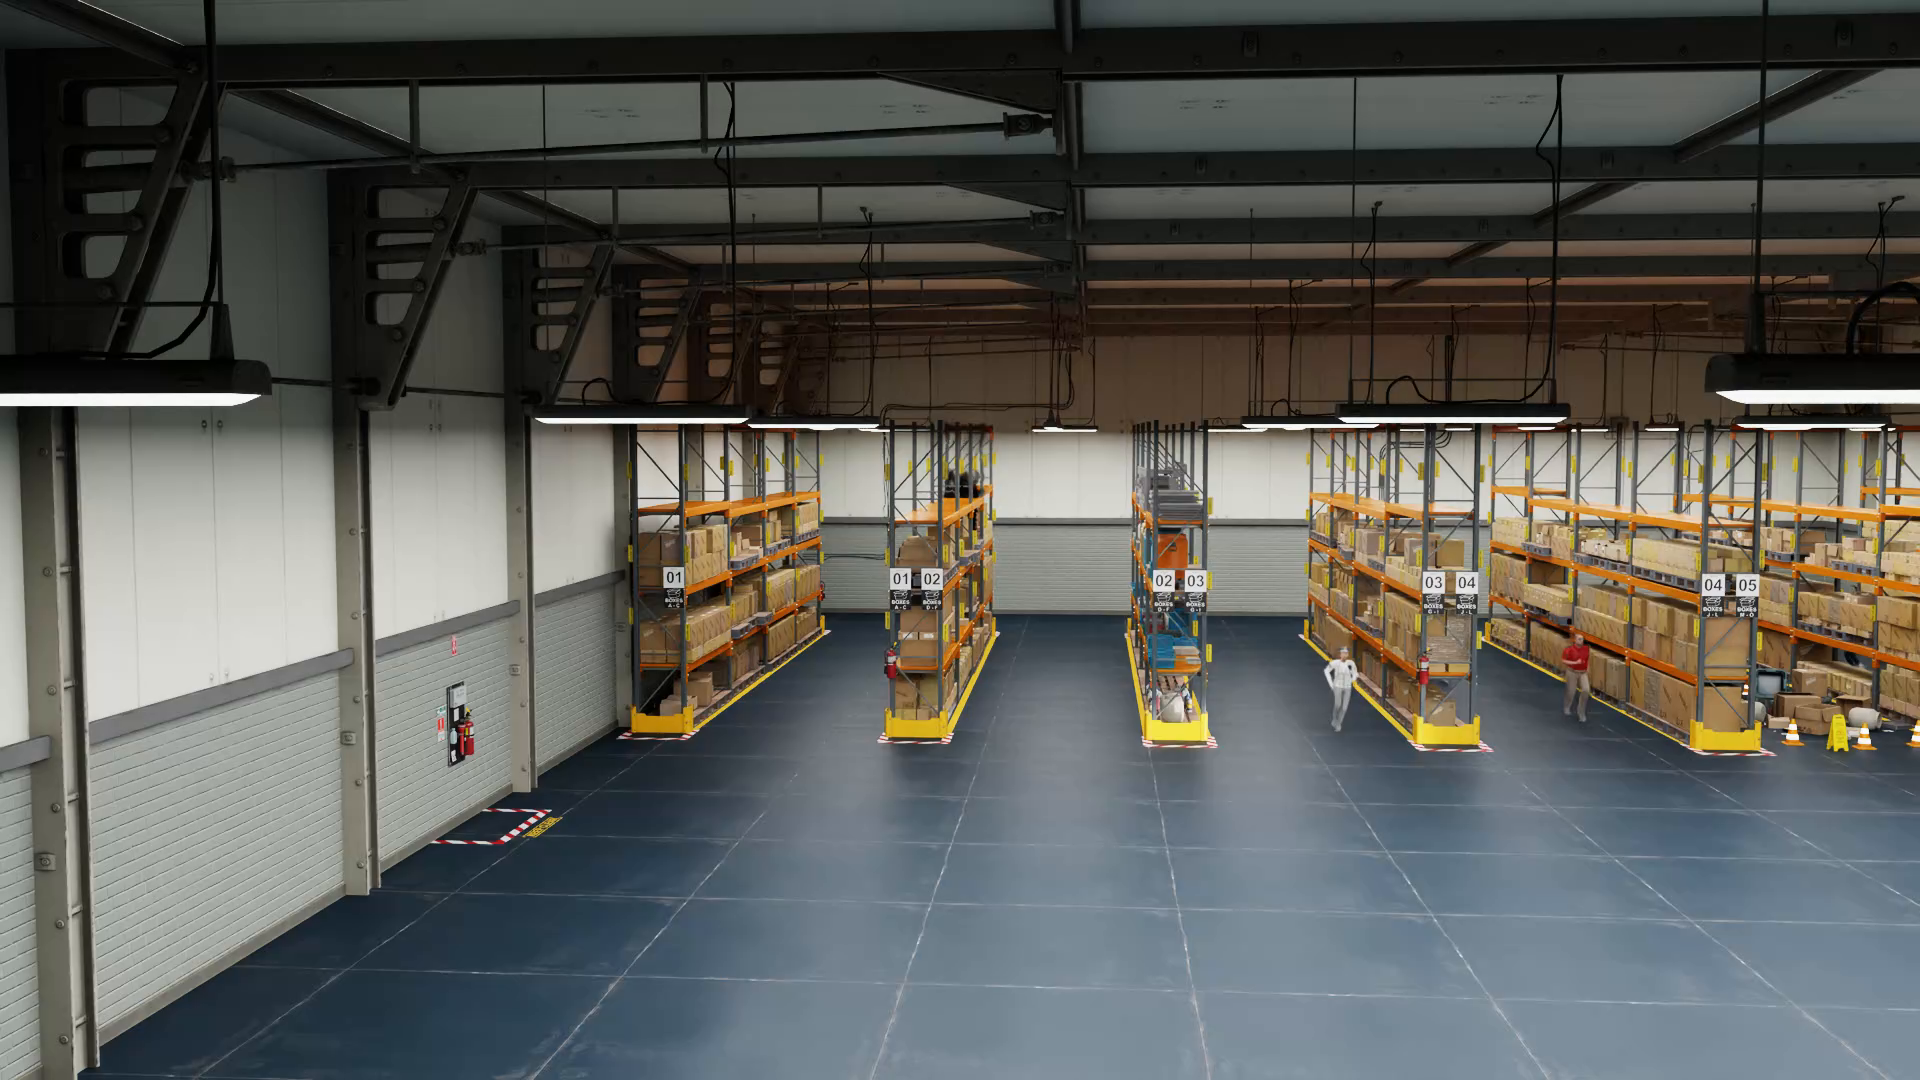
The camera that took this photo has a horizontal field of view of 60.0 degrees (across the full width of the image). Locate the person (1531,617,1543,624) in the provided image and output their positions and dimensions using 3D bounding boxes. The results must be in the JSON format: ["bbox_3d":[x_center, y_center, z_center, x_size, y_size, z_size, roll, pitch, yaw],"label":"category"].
[{"bbox_3d":[16.198,1.910,47.286,0.903,1.644,0.608,0,4,-3],"label":"person"}]

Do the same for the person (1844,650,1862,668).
[{"bbox_3d":[21.269,2.444,39.593,0.546,1.562,0.496,0,4,-2],"label":"person"}]

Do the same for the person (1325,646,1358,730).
[{"bbox_3d":[7.368,2.859,32.060,0.602,1.651,0.601,0,4,1],"label":"person"}]

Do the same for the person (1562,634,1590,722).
[{"bbox_3d":[12.402,2.762,33.481,0.687,1.778,0.877,0,4,-6],"label":"person"}]

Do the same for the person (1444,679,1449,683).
[{"bbox_3d":[11.239,2.427,38.477,0.668,1.721,0.653,0,4,7],"label":"person"}]
